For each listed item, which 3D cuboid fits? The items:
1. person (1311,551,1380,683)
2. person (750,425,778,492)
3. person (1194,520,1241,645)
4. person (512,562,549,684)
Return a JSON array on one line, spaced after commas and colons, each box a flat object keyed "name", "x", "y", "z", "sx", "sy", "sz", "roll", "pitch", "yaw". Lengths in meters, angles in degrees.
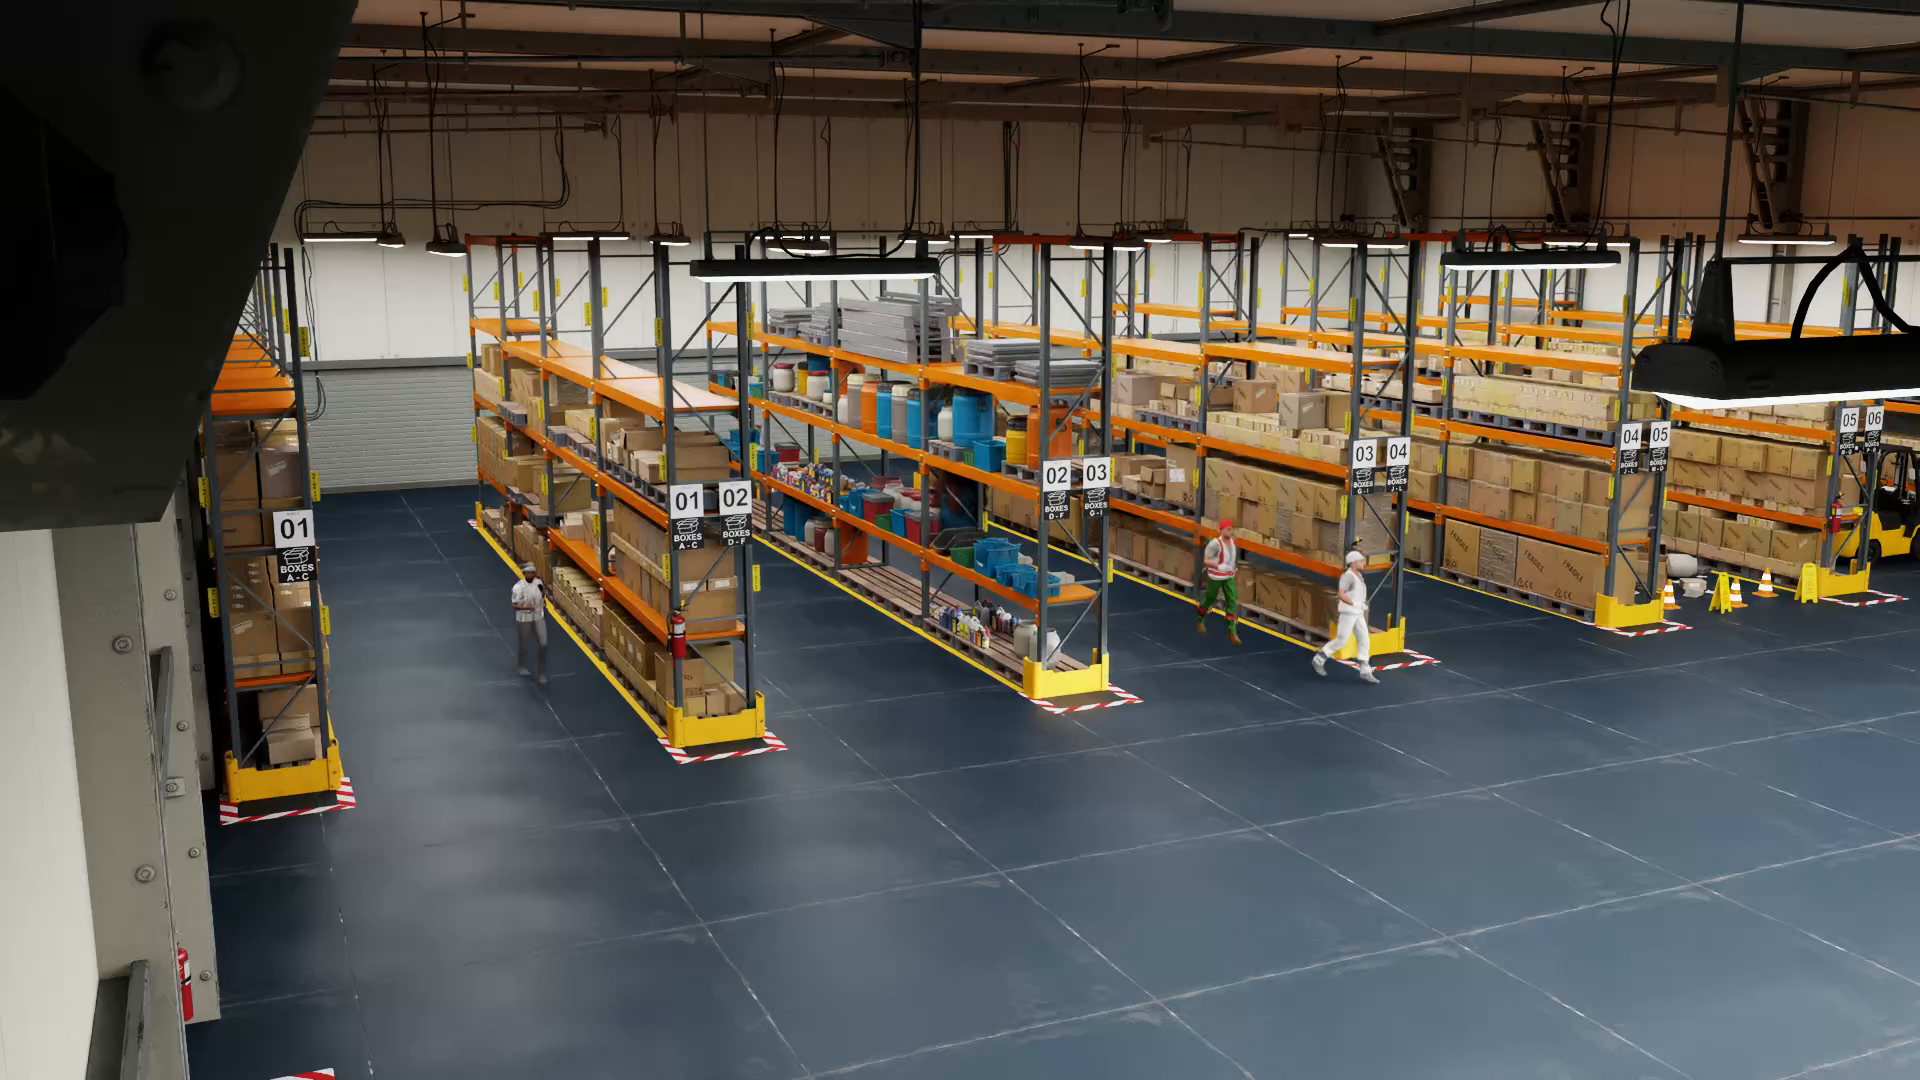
[{"name": "person", "x": 5.453, "y": 1.039, "z": 23.062, "sx": 0.967, "sy": 1.772, "sz": 0.718, "roll": 8, "pitch": 13, "yaw": 35}, {"name": "person", "x": -4.680, "y": -1.888, "z": 38.553, "sx": 0.891, "sy": 1.589, "sz": 0.533, "roll": -4, "pitch": 12, "yaw": -18}, {"name": "person", "x": 3.838, "y": 0.570, "z": 24.503, "sx": 0.687, "sy": 1.792, "sz": 1.033, "roll": -7, "pitch": 13, "yaw": -32}, {"name": "person", "x": -5.914, "y": 1.140, "z": 22.920, "sx": 0.527, "sy": 1.750, "sz": 0.778, "roll": -7, "pitch": 13, "yaw": -32}]
